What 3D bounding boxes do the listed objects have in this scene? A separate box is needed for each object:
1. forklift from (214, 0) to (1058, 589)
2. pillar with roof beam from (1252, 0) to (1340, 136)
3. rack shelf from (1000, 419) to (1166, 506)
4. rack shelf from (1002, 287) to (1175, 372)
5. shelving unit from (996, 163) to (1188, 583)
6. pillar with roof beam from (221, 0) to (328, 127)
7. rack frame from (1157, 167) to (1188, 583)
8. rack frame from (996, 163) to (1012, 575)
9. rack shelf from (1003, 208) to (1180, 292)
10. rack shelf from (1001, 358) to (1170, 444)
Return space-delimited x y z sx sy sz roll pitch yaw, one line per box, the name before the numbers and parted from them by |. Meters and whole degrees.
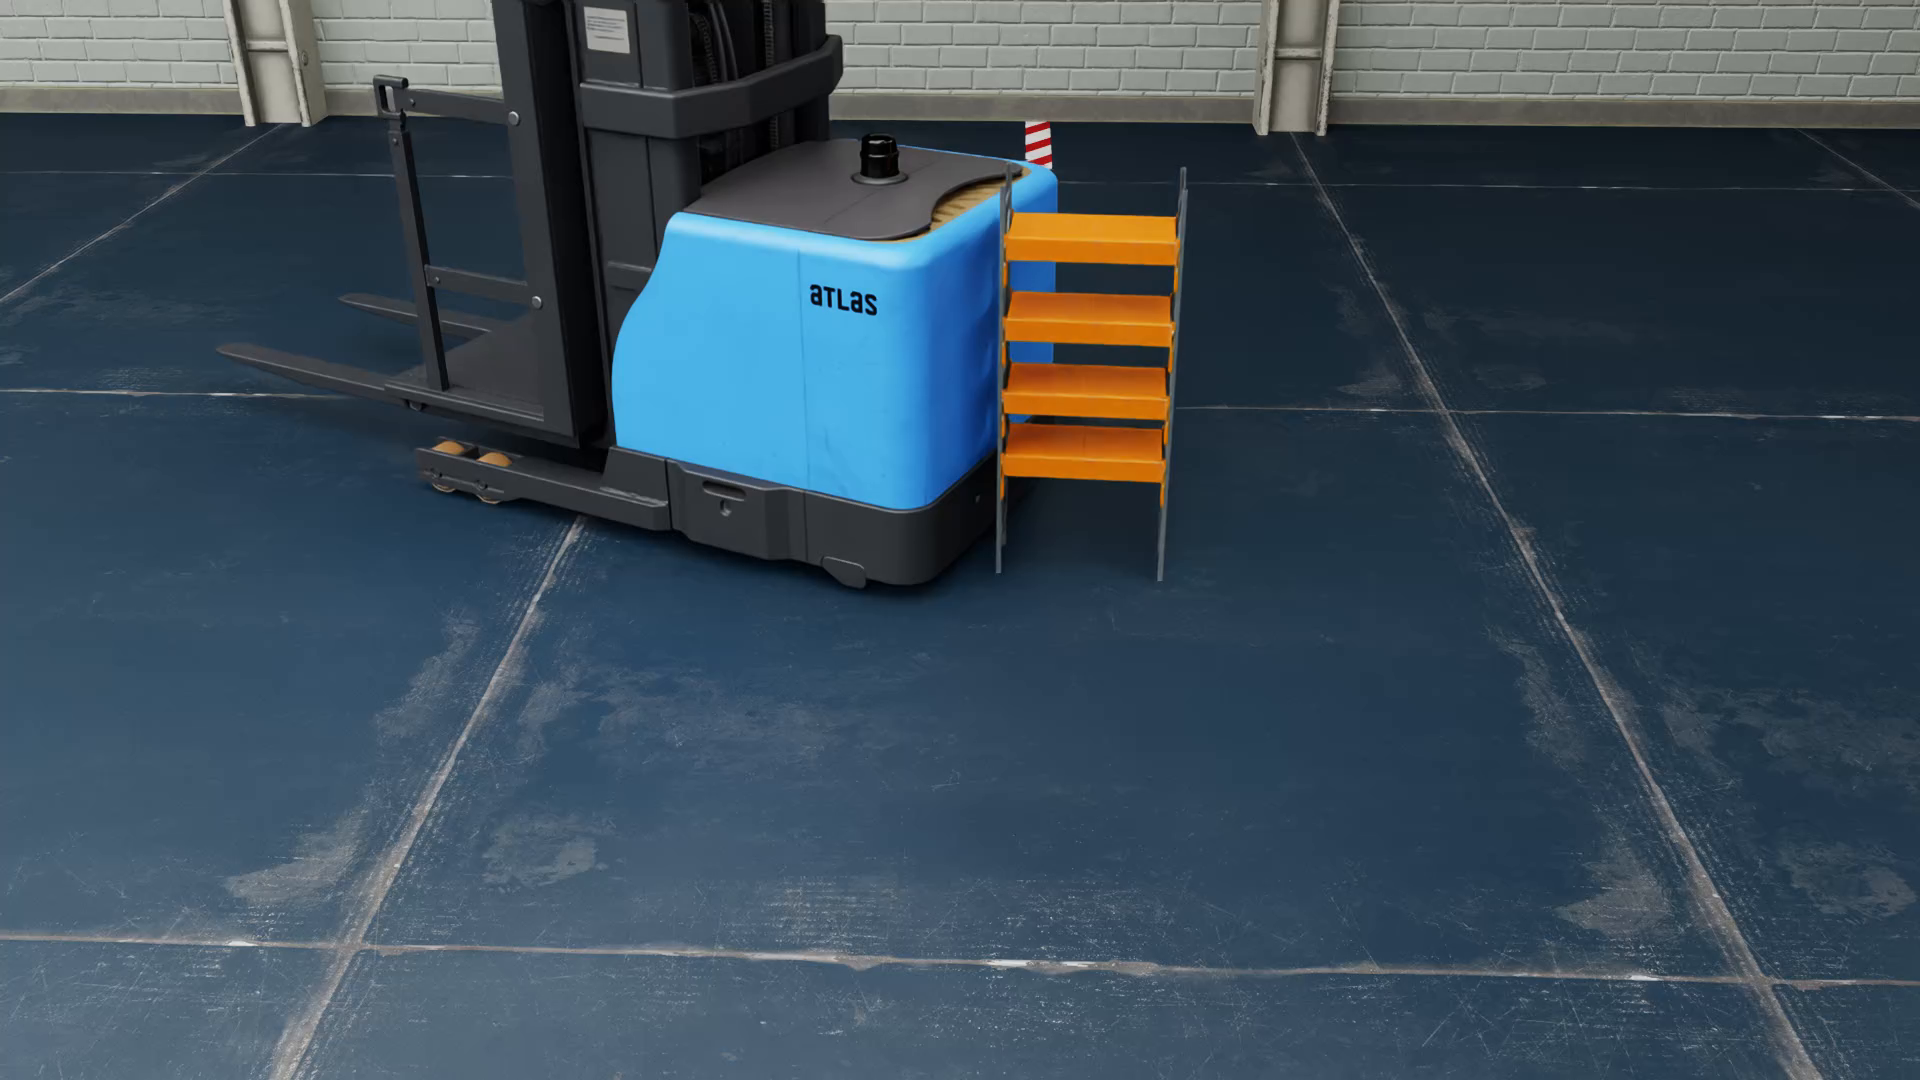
forklift | -1.234 -1.619 5.175 3.031 2.935 1.130 13 31 23
pillar with roof beam | 1.793 -4.396 3.935 0.400 9.000 9.100 1 28 2
rack shelf | 0.371 -0.234 4.978 0.480 0.148 0.258 3 28 5
rack shelf | 0.371 -0.607 4.781 0.480 0.148 0.258 3 28 5
shelving unit | 0.371 -0.469 4.854 0.503 1.200 0.258 3 28 5
pillar with roof beam | -4.204 -4.495 4.122 0.400 9.000 9.100 1 28 2
rack frame | 0.614 -0.458 4.832 0.015 1.200 0.240 3 28 5
rack frame | 0.128 -0.481 4.876 0.015 1.200 0.240 3 28 5
rack shelf | 0.371 -0.816 4.670 0.480 0.148 0.258 3 28 5
rack shelf | 0.371 -0.410 4.885 0.480 0.148 0.258 3 28 5
